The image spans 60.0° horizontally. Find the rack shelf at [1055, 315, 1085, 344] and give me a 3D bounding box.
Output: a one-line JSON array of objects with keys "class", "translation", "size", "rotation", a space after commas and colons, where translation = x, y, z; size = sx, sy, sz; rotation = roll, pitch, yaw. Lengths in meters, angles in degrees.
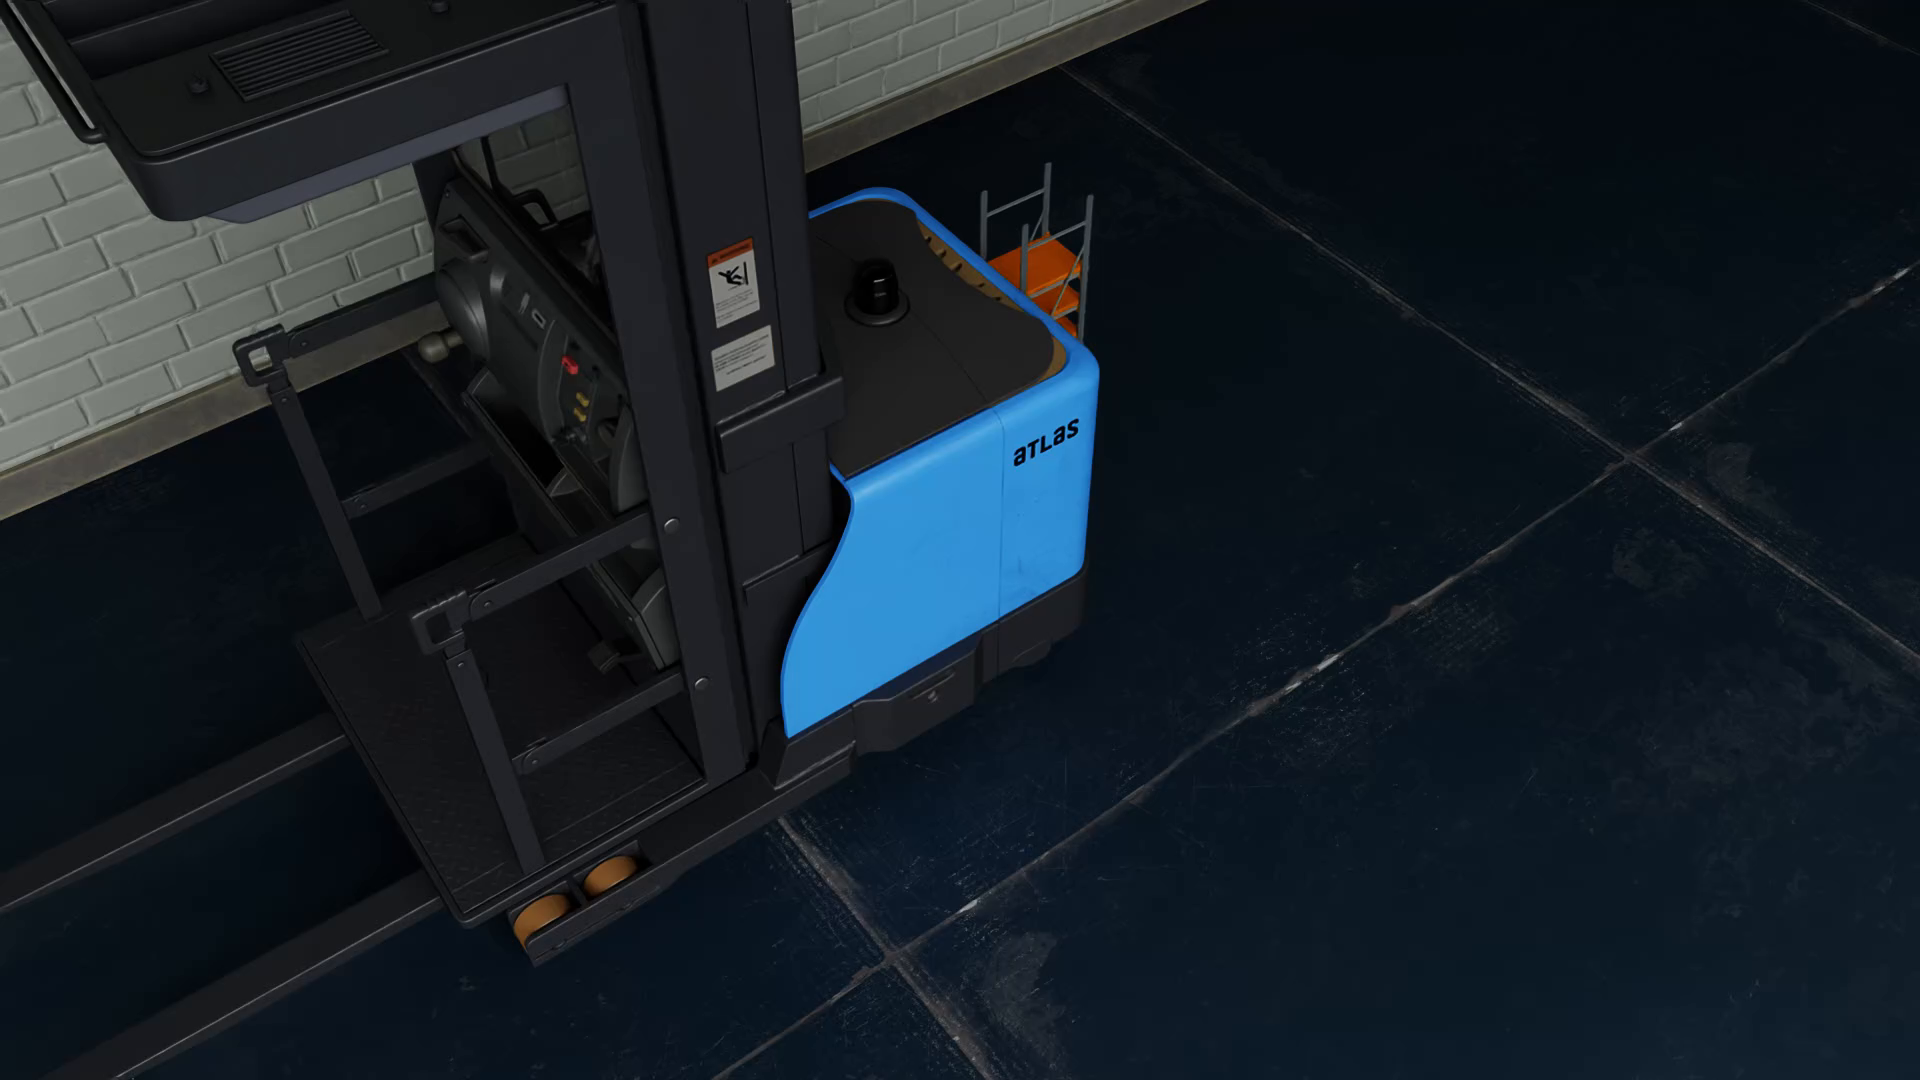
[{"class": "rack shelf", "translation": [0.206, -0.580, 4.863], "size": [0.258, 0.103, 0.180], "rotation": [-28, 54, -23]}]

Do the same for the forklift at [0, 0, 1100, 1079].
[{"class": "forklift", "translation": [-1.118, -0.363, 3.601], "size": [3.031, 2.935, 1.130], "rotation": [-28, 54, -23]}]

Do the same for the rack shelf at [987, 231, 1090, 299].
[{"class": "rack shelf", "translation": [0.207, -0.741, 4.686], "size": [0.258, 0.103, 0.180], "rotation": [-28, 54, -23]}]

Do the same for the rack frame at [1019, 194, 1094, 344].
[{"class": "rack frame", "translation": [0.260, -0.474, 4.869], "size": [0.240, 1.200, 0.006], "rotation": [-28, 54, -23]}]

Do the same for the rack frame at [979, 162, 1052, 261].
[{"class": "rack frame", "translation": [0.152, -0.584, 4.969], "size": [0.240, 1.200, 0.006], "rotation": [-28, 54, -23]}]

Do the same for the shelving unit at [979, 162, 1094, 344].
[{"class": "shelving unit", "translation": [0.206, -0.529, 4.919], "size": [0.258, 1.200, 0.189], "rotation": [-28, 54, -23]}]

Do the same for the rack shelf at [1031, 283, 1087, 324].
[{"class": "rack shelf", "translation": [0.206, -0.660, 4.774], "size": [0.258, 0.103, 0.180], "rotation": [-28, 54, -23]}]
